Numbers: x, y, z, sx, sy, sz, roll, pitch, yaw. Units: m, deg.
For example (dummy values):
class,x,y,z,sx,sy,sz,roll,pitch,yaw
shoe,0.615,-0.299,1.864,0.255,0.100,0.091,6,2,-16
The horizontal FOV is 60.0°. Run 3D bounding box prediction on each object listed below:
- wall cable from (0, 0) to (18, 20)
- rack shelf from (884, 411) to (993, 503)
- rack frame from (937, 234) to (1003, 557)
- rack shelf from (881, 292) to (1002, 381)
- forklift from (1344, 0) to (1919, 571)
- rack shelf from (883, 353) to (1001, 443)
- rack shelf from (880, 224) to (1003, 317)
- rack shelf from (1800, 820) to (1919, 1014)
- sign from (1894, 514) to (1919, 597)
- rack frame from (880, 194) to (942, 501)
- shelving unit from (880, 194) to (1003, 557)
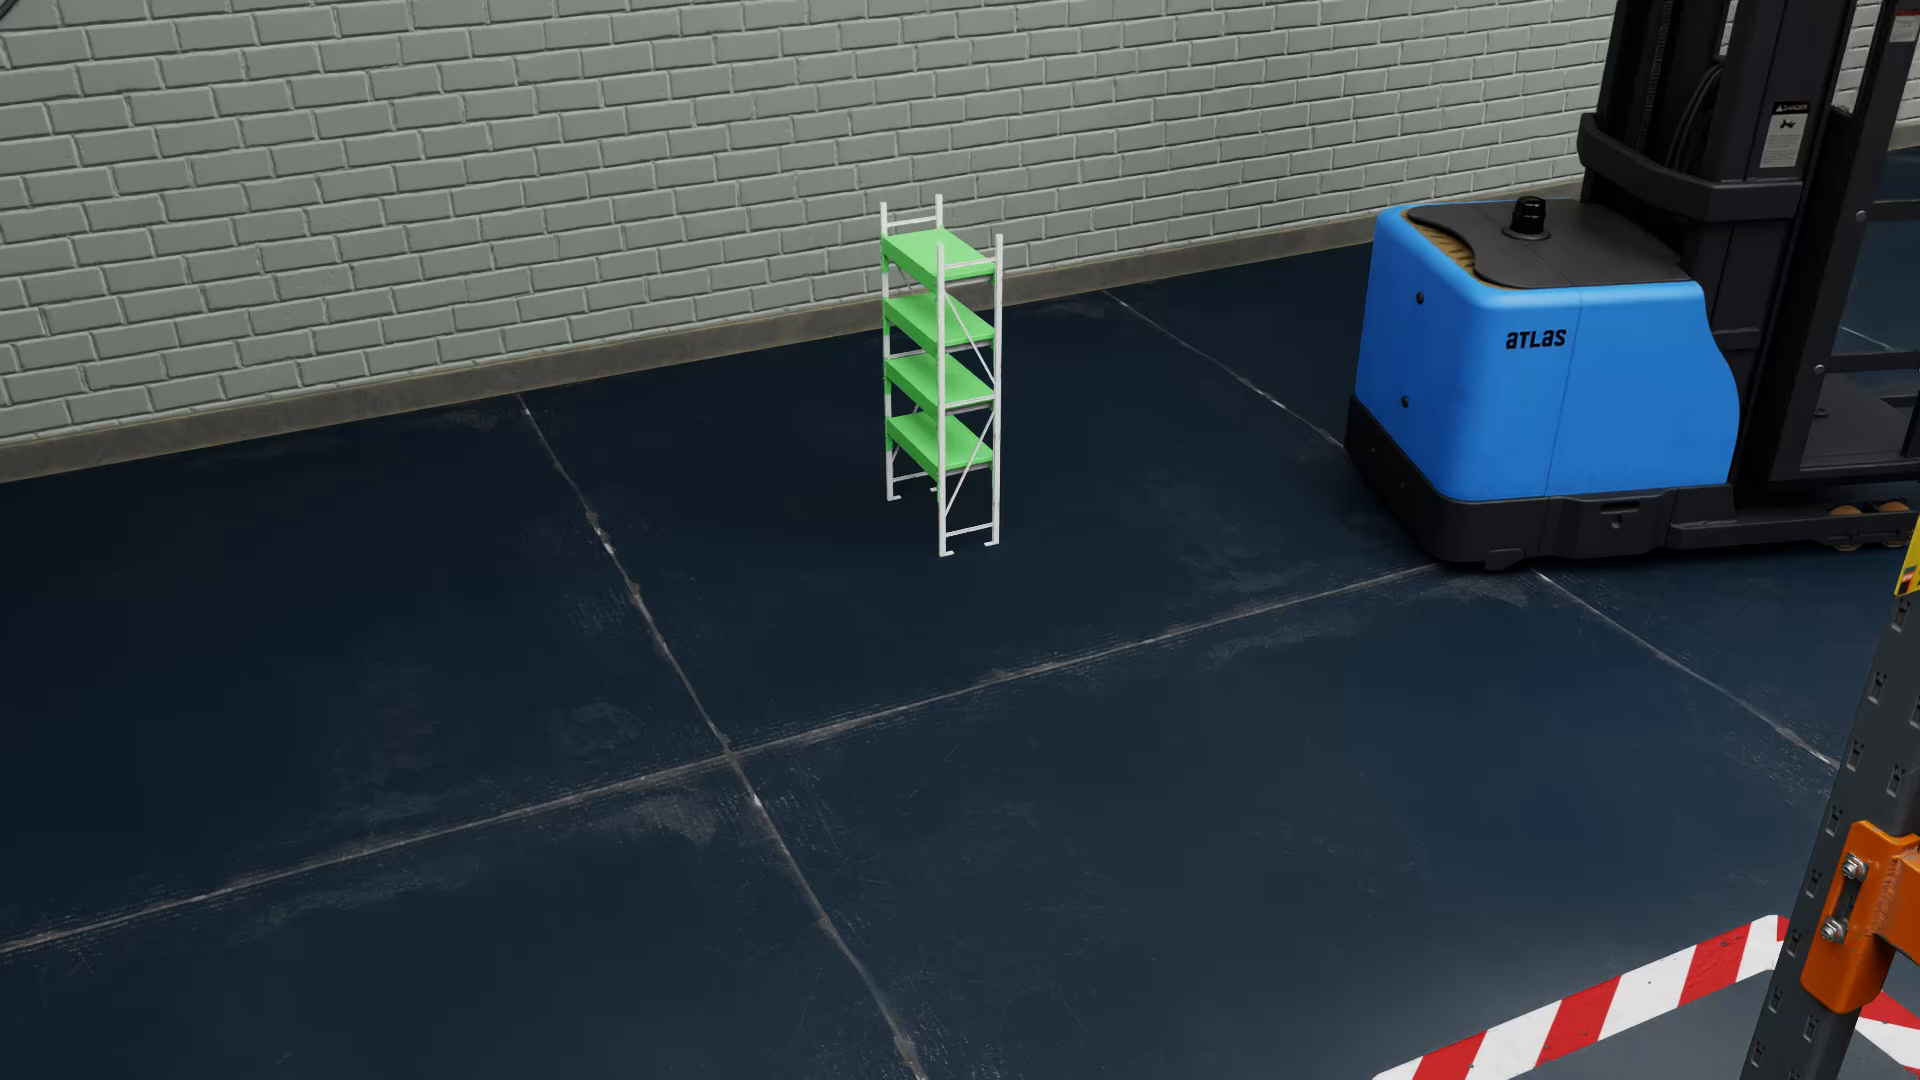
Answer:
class,x,y,z,sx,sy,sz,roll,pitch,yaw
wall cable,-4.648,-2.599,4.858,3.097,2.526,0.112,-13,32,-22
rack shelf,-0.071,-0.331,6.236,0.258,0.148,0.480,-13,32,-22
rack frame,0.034,-0.489,5.895,0.240,1.200,0.015,-13,32,-22
rack shelf,-0.071,-0.750,6.001,0.258,0.148,0.480,-13,32,-22
forklift,3.126,-1.489,5.909,3.031,2.935,1.130,-4,30,-7
rack shelf,-0.071,-0.541,6.118,0.258,0.148,0.480,-13,32,-22
rack shelf,-0.071,-0.959,5.883,0.258,0.148,0.480,-13,32,-22
rack shelf,2.788,1.393,1.435,1.077,0.370,4.000,-13,32,-22
sign,1.439,-0.068,2.420,0.100,0.325,0.005,-13,32,-22
rack frame,-0.176,-0.704,6.279,0.240,1.200,0.015,-13,32,-22
shelving unit,-0.071,-0.596,6.087,0.258,1.200,0.503,-13,32,-22
